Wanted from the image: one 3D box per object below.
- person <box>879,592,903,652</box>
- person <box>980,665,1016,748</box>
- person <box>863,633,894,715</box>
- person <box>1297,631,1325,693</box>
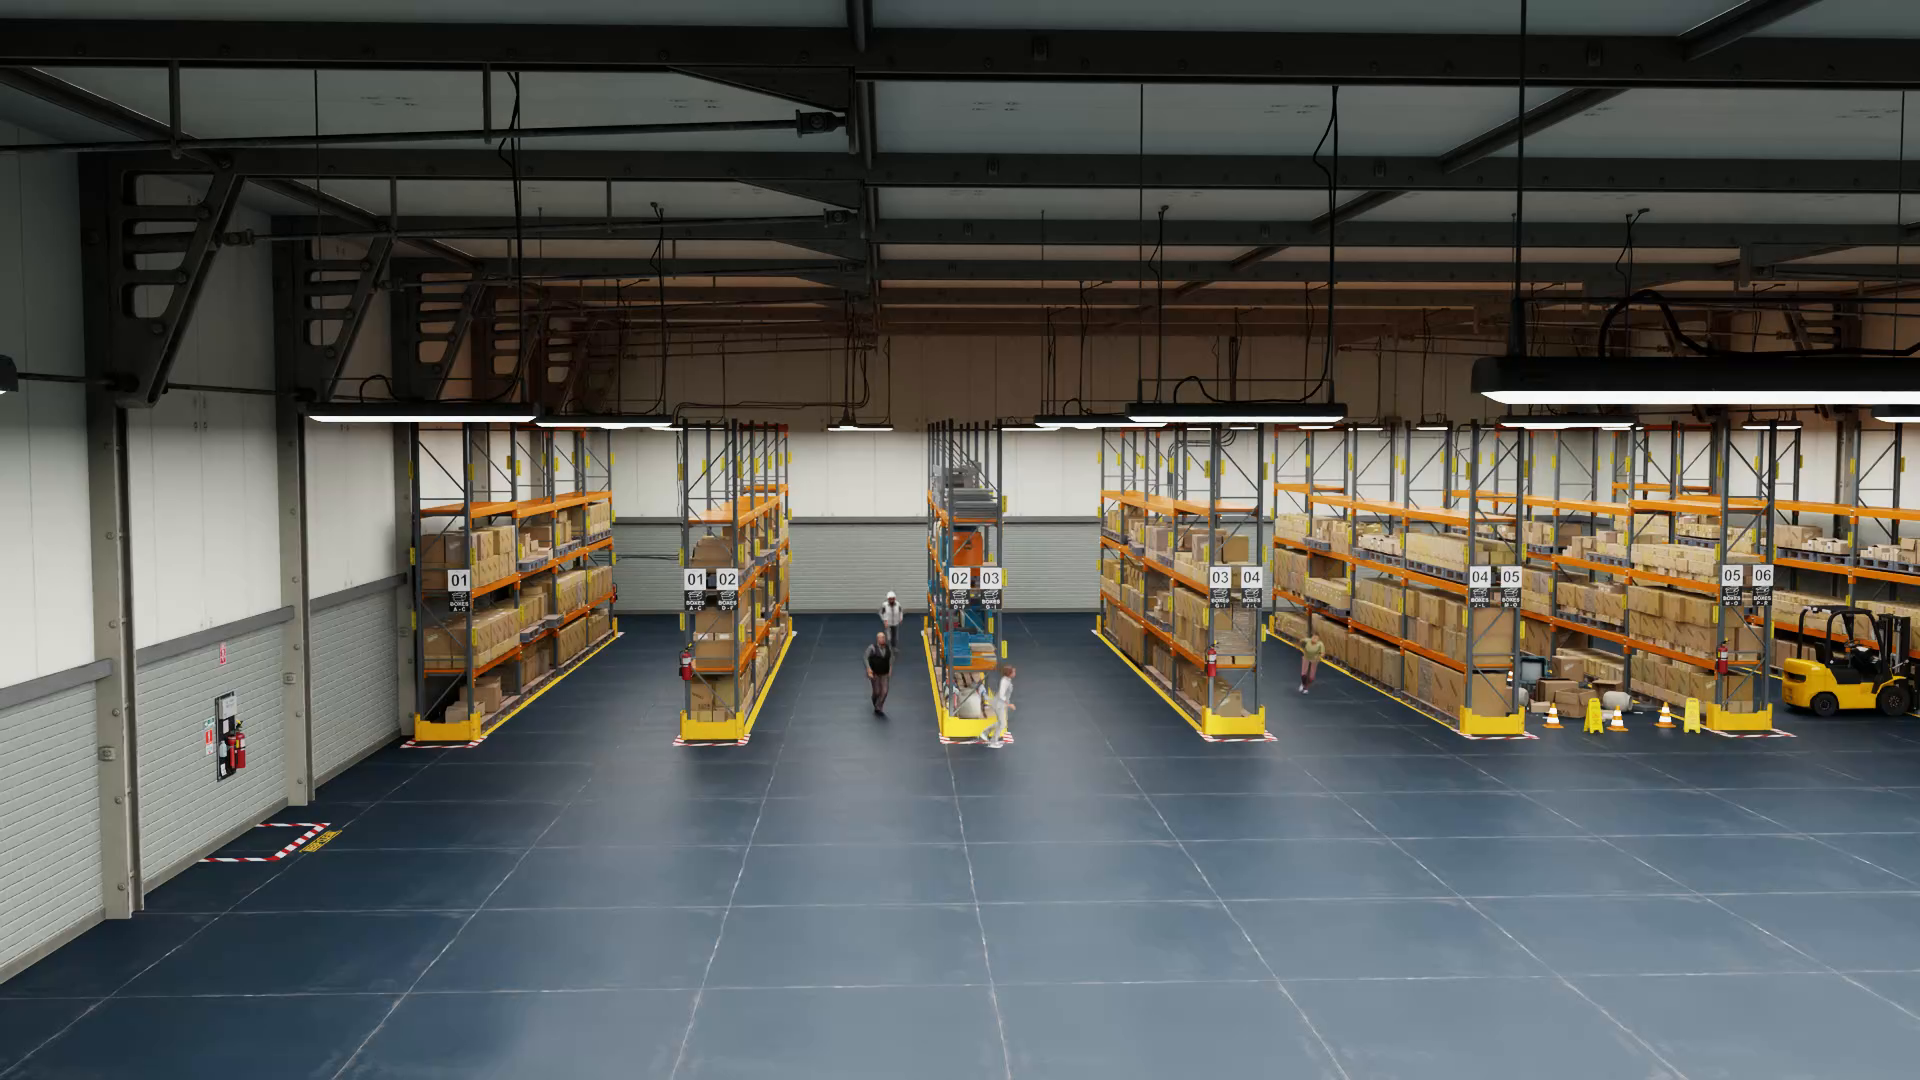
[{"bbox_3d":[-1.787,2.143,42.834,0.652,1.682,0.861,-1,4,-20],"label":"person"},{"bbox_3d":[0.703,3.042,30.251,0.655,1.488,0.510,1,4,9],"label":"person"},{"bbox_3d":[-1.670,2.720,33.962,0.694,1.687,0.582,-1,4,-19],"label":"person"},{"bbox_3d":[7.664,2.668,36.281,0.574,1.441,0.937,0,4,8],"label":"person"}]
